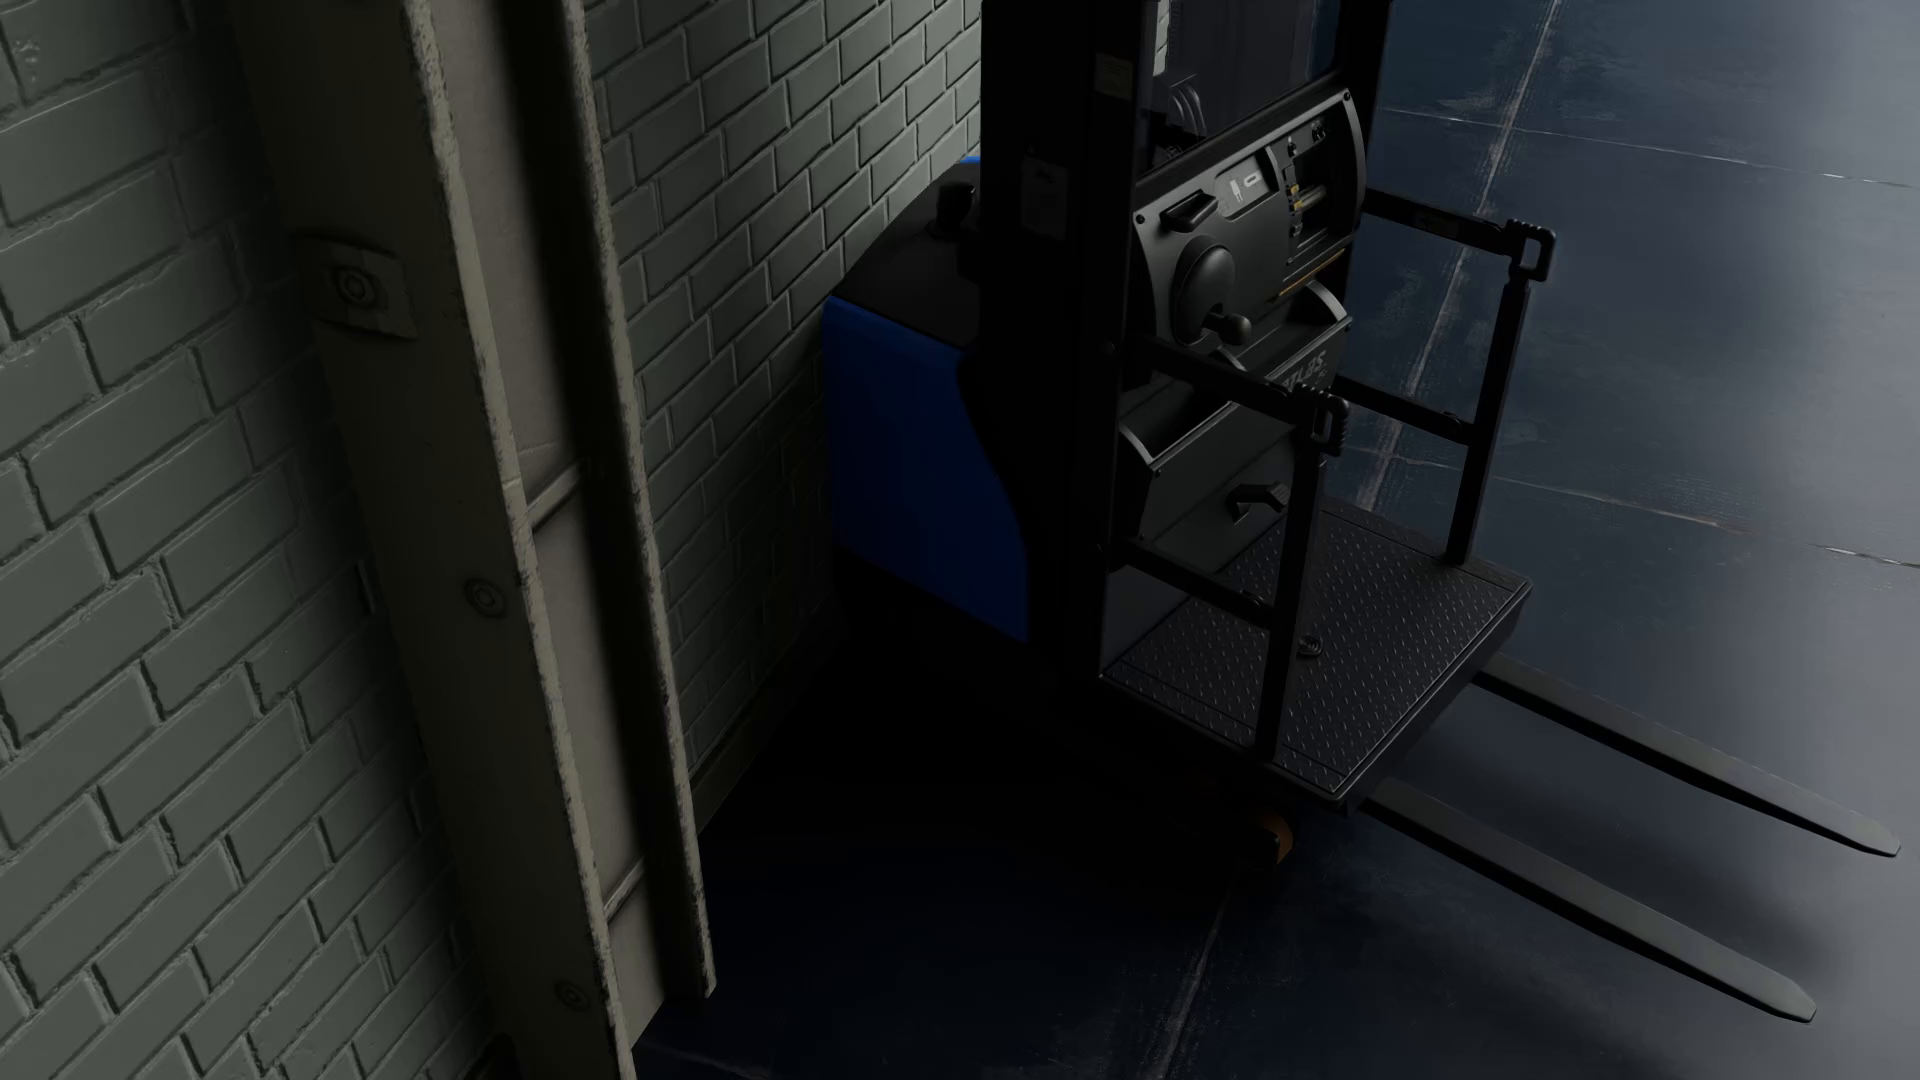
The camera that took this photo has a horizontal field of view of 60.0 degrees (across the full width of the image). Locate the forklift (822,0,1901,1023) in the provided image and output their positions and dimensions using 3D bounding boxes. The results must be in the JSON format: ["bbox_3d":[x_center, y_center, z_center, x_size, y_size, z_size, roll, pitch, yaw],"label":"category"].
[{"bbox_3d":[0.848,-0.710,3.752,3.031,2.935,1.130,27,44,31],"label":"forklift"}]

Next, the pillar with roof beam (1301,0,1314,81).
[{"bbox_3d":[5.483,-4.843,4.212,9.100,9.000,0.400,14,39,18],"label":"pillar with roof beam"}]
